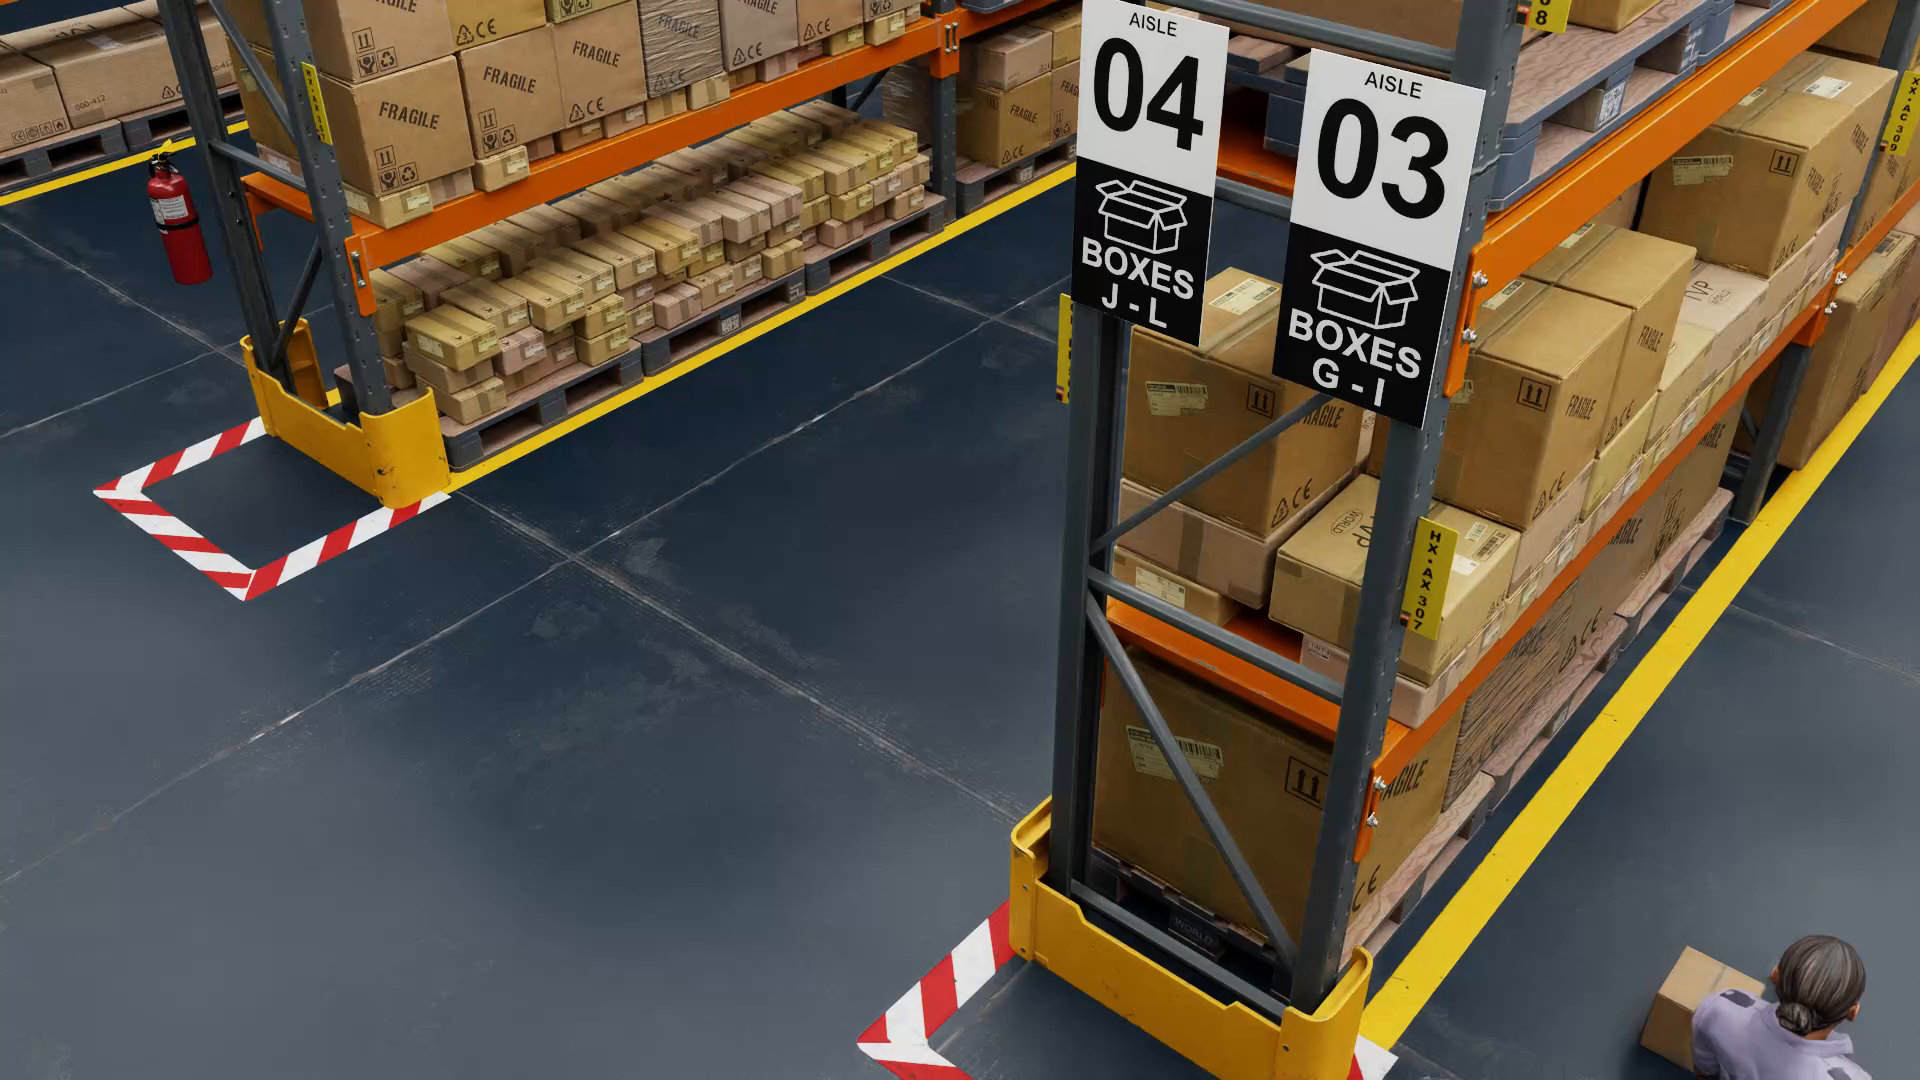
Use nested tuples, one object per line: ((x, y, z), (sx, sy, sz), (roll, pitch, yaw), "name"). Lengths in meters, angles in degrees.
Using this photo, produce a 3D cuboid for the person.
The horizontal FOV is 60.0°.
((1.928, 1.578, 3.960), (0.590, 1.698, 0.560), (-18, 39, -24), "person")
